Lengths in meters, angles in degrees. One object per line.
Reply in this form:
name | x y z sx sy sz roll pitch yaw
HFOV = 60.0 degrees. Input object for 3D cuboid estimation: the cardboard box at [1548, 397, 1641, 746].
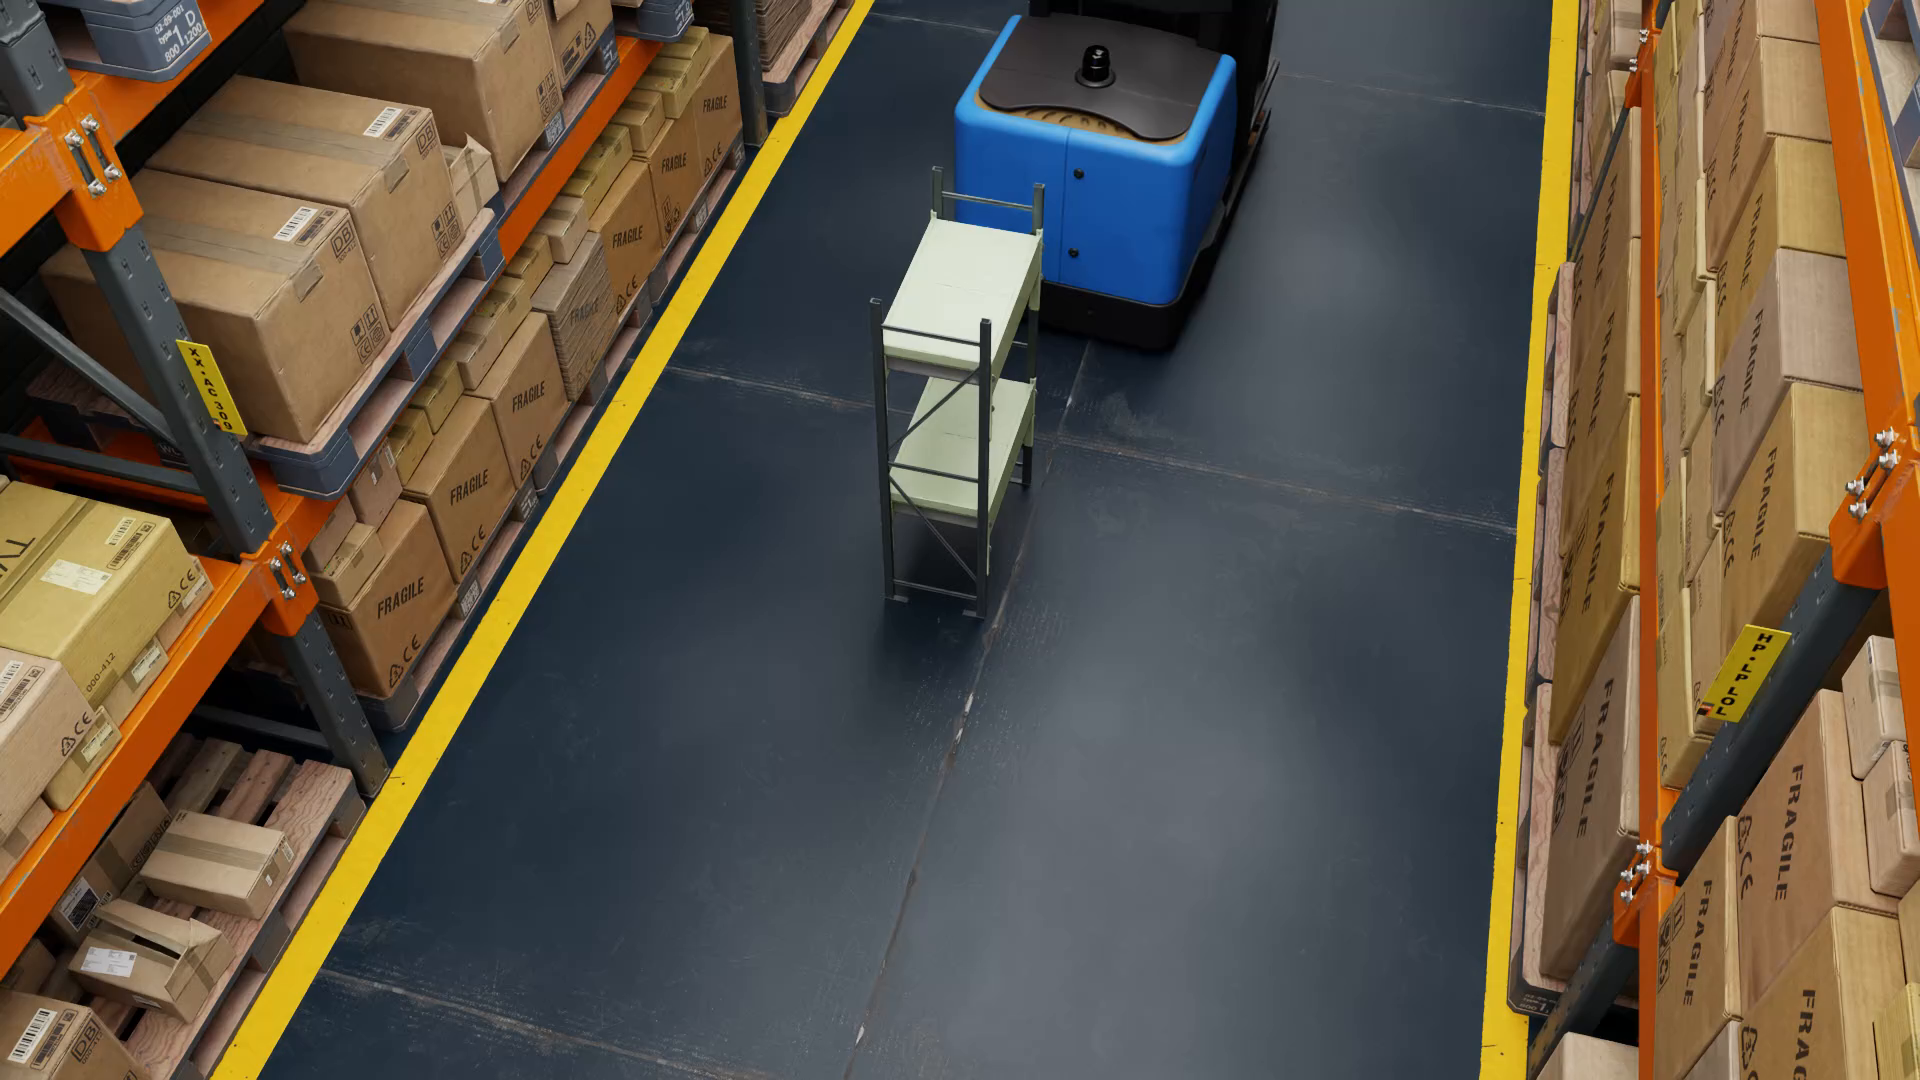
cardboard box | 2.578 0.202 5.627 0.875 0.875 0.875 13 50 11

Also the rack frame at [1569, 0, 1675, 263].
rack frame | 3.315 -2.137 6.554 1.000 3.000 0.127 12 50 10

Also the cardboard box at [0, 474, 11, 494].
cardboard box | -2.918 0.036 4.538 0.500 0.250 0.500 11 50 10

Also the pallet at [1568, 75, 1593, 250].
pallet | 3.522 -1.779 8.098 1.003 0.211 1.213 12 50 10

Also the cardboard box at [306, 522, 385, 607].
cardboard box | -2.177 0.047 5.582 0.380 0.149 0.250 14 50 12

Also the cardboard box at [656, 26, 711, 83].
cardboard box | -1.360 -2.233 7.593 0.380 0.149 0.250 9 49 8

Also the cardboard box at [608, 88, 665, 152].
cardboard box | -1.514 -1.847 7.253 0.380 0.149 0.250 10 49 9

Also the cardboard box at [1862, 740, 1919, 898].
cardboard box | 1.877 0.544 3.022 0.380 0.149 0.250 12 50 11

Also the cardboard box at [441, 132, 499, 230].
cardboard box | -1.792 -1.244 5.575 0.396 0.266 0.258 14 50 12

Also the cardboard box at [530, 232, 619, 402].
cardboard box | -1.774 -0.959 6.901 0.500 0.500 0.500 10 49 9

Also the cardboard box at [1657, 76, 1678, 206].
cardboard box | 2.825 -1.408 6.011 0.500 0.250 0.500 10 49 9

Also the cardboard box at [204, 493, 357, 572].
cardboard box | -2.235 -0.064 5.481 0.380 0.149 0.250 11 49 9

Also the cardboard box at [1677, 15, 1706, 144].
cardboard box | 2.806 -1.561 5.812 0.500 0.250 0.500 13 50 11

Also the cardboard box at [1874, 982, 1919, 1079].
cardboard box | 1.725 0.905 2.703 0.380 0.149 0.250 11 50 10

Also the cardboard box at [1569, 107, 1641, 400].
cardboard box | 3.053 -1.089 6.767 0.875 0.875 0.875 11 50 10

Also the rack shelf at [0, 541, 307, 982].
rack shelf | -3.054 1.465 3.855 1.077 0.370 4.000 12 50 10

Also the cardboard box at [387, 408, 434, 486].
cardboard box | -2.122 -0.357 5.938 0.380 0.149 0.250 9 49 8

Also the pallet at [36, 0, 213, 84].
pallet | -2.288 -1.608 4.212 1.213 0.211 1.003 12 50 10

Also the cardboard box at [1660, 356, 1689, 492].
cardboard box | 2.423 -0.297 5.031 0.500 0.250 0.500 10 49 9

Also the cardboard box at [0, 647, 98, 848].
cardboard box | -2.544 0.513 4.117 0.500 0.250 0.500 12 50 10

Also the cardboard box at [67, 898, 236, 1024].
cardboard box | -2.485 1.265 5.095 0.396 0.266 0.258 13 50 11

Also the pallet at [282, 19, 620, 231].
pallet | -1.982 -1.642 6.246 1.003 0.211 1.213 12 50 10

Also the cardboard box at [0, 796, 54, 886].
cardboard box | -2.556 0.713 4.206 0.380 0.149 0.250 13 50 11

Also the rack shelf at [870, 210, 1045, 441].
rack shelf | 0.002 -0.759 5.818 0.431 0.370 0.720 12 50 10

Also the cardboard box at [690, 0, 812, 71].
cardboard box | -1.297 -2.915 8.545 0.875 0.625 0.625 13 50 11

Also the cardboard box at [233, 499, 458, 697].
cardboard box | -2.183 0.163 5.912 0.500 0.500 0.500 14 50 12

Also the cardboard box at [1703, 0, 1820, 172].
cardboard box | 2.677 -1.460 5.223 0.500 0.500 0.500 13 50 11

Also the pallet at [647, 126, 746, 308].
pallet | -1.708 -1.658 7.991 1.003 0.211 1.213 12 50 10

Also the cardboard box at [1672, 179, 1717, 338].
cardboard box | 2.517 -0.839 5.175 0.500 0.250 0.500 12 50 11

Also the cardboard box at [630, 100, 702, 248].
cardboard box | -1.521 -1.717 7.571 0.500 0.500 0.500 11 49 9

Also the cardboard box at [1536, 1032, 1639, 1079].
cardboard box | 1.993 1.899 4.421 0.875 0.438 0.875 11 49 9

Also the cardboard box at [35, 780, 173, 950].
cardboard box | -2.930 0.962 5.332 0.500 0.311 0.500 13 50 11

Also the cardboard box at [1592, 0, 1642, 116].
cardboard box | 3.660 -2.348 8.213 0.950 0.372 0.625 11 49 9

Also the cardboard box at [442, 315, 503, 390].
cardboard box | -1.961 -0.731 6.268 0.380 0.149 0.250 11 50 10

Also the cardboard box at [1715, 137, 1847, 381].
cardboard box | 2.419 -0.718 4.569 0.500 0.500 0.500 13 50 11

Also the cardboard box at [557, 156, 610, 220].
cardboard box | -1.693 -1.485 6.933 0.380 0.149 0.250 11 49 9

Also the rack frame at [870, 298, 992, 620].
rack frame | -0.095 -0.236 5.877 0.400 1.500 0.023 12 50 10

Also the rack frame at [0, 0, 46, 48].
rack frame | -2.528 -2.205 2.613 1.000 3.000 0.127 12 50 10

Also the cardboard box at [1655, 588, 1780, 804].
cardboard box | 2.137 0.432 4.387 0.500 0.250 0.500 10 49 9

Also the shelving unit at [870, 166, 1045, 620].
shelving unit | 0.002 -0.501 6.111 0.431 1.500 0.755 12 50 10

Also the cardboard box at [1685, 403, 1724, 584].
cardboard box | 2.268 -0.089 4.513 0.500 0.250 0.500 13 50 11

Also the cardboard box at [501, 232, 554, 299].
cardboard box | -1.850 -1.111 6.604 0.380 0.149 0.250 12 50 10

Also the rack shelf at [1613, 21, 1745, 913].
rack shelf | 2.788 -0.452 5.547 1.077 0.370 4.000 12 50 10

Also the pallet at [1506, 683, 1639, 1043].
pallet | 2.392 1.106 5.551 1.003 0.211 1.213 12 50 10

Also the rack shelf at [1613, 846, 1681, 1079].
rack shelf | 1.736 2.441 2.993 1.077 0.370 4.000 12 50 10

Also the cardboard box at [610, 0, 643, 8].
cardboard box | -1.440 -2.376 6.585 0.500 0.250 0.500 9 49 8

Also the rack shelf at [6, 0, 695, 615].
rack shelf | -2.001 -1.429 6.409 1.077 0.370 4.000 12 50 10

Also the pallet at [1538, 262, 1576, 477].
pallet | 3.035 -0.658 7.109 1.003 0.211 1.213 12 50 10

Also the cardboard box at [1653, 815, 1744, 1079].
cardboard box | 1.886 1.011 3.709 0.500 0.500 0.500 13 50 11

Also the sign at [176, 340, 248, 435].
sign | -2.002 -0.405 4.448 0.100 0.325 0.005 12 50 10

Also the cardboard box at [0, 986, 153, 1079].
cardboard box | -2.792 1.576 4.664 0.700 0.500 0.500 10 49 9
